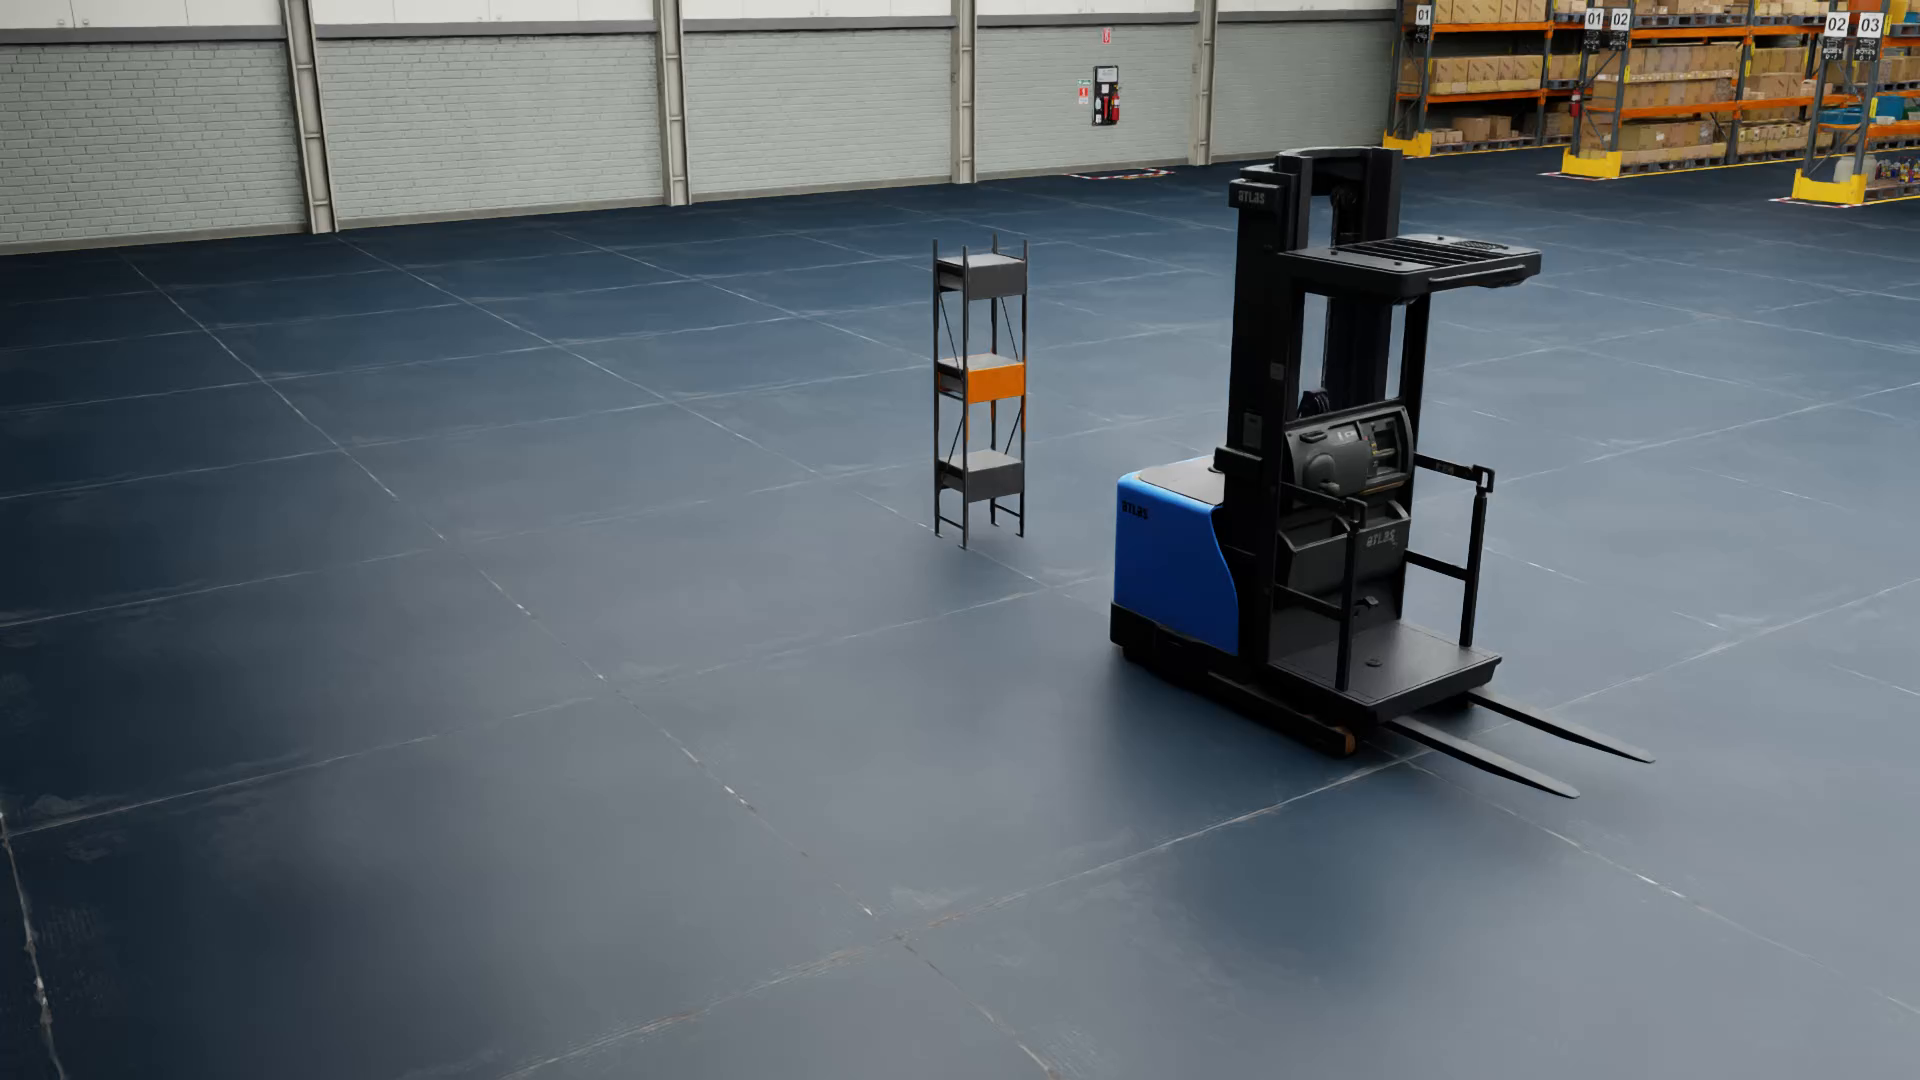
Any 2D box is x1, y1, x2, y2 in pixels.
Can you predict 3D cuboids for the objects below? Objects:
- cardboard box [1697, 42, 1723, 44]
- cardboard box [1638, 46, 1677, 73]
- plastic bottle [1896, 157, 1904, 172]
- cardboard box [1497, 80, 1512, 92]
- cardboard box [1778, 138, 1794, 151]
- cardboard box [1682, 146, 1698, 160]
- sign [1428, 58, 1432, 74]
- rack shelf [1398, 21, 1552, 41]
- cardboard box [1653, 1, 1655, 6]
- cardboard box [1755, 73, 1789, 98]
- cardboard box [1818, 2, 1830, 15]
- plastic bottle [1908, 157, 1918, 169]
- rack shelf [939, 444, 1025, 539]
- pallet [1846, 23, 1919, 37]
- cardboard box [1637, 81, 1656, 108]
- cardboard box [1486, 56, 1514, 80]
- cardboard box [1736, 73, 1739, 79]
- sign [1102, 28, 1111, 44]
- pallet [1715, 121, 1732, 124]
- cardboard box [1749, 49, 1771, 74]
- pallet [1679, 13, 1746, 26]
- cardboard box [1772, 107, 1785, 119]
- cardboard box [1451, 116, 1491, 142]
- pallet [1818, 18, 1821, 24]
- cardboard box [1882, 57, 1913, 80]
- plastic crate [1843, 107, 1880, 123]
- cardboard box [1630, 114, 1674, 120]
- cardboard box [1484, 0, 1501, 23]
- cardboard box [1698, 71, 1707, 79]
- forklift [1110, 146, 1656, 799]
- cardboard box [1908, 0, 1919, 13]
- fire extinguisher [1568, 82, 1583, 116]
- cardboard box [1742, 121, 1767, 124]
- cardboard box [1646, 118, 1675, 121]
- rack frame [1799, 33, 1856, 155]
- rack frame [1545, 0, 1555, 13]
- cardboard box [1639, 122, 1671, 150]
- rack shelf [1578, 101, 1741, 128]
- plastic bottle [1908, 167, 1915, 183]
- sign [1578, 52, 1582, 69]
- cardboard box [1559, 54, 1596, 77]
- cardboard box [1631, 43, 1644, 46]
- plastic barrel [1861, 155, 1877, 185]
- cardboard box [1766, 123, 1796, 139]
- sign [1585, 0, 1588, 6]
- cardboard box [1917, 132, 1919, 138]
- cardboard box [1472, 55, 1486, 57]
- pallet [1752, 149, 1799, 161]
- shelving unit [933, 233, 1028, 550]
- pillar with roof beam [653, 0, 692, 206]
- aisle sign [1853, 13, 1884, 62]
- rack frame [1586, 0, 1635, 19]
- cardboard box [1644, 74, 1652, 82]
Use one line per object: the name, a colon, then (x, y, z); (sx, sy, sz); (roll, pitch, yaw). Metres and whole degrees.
cardboard box: (18.902, -12.448, 42.060); (0.500, 0.250, 0.500); (-11, 22, -30)
cardboard box: (14.013, -9.719, 33.627); (0.500, 0.500, 0.700); (-12, 22, -31)
plastic bottle: (17.717, -7.054, 31.374); (0.185, 0.351, 0.144); (-13, 23, -34)
cardboard box: (12.267, -10.410, 38.056); (0.500, 0.250, 0.500); (-12, 22, -32)
cardboard box: (17.813, -8.662, 36.321); (0.500, 0.250, 0.500); (-11, 22, -30)
cardboard box: (14.956, -8.069, 34.566); (0.500, 0.250, 0.500); (-12, 22, -31)
sign: (10.286, -10.375, 36.398); (0.005, 0.325, 0.100); (-12, 22, -31)
rack shelf: (11.658, -11.542, 37.642); (4.000, 0.370, 1.077); (-12, 22, -31)
cardboard box: (13.532, -10.674, 33.311); (0.500, 0.250, 0.500); (-12, 22, -31)
cardboard box: (17.565, -9.849, 36.039); (0.500, 0.500, 0.500); (-12, 22, -31)
cardboard box: (18.621, -11.551, 36.124); (0.500, 0.250, 0.500); (-11, 22, -30)
plastic bottle: (17.954, -7.048, 31.359); (0.185, 0.351, 0.144); (-12, 22, -31)
rack shelf: (0.138, -0.348, 11.723); (0.480, 0.518, 0.431); (-12, 22, -31)
pallet: (16.181, -8.911, 29.031); (1.213, 0.211, 1.003); (-12, 22, -31)
cardboard box: (13.548, -9.005, 33.543); (0.500, 0.500, 0.700); (-11, 22, -30)
cardboard box: (12.263, -10.767, 37.941); (0.500, 0.500, 0.500); (-13, 22, -33)
cardboard box: (19.883, -11.979, 42.854); (0.250, 0.149, 0.380); (-12, 22, -31)
sign: (2.939, -10.106, 33.334); (0.199, 0.298, 0.001); (-12, 22, -31)
pallet: (19.407, -10.746, 43.203); (1.213, 0.211, 1.003); (-12, 22, -31)
cardboard box: (20.472, -12.457, 43.439); (0.700, 0.700, 0.980); (-12, 22, -31)
pallet: (15.358, -10.712, 34.201); (1.213, 0.211, 1.003); (-12, 22, -31)
cardboard box: (21.542, -11.520, 44.384); (0.500, 0.500, 0.700); (-11, 22, -30)
cardboard box: (11.731, -9.448, 38.224); (0.500, 0.500, 0.700); (-14, 23, -35)
pallet: (18.879, -11.383, 36.342); (1.003, 0.211, 1.213); (-11, 21, -29)
cardboard box: (21.679, -10.984, 38.739); (0.500, 0.500, 0.700); (-8, 20, -23)
plastic crate: (16.235, -7.670, 29.982); (0.408, 0.251, 0.499); (-12, 22, -31)
cardboard box: (17.355, -10.794, 41.690); (0.750, 0.750, 0.750); (-12, 22, -32)
cardboard box: (11.740, -11.857, 37.263); (0.500, 0.500, 0.500); (-10, 21, -28)
cardboard box: (15.096, -9.561, 34.172); (0.250, 0.149, 0.380); (-12, 22, -32)
forklift: (2.163, -0.455, 8.513); (1.130, 2.935, 3.031); (-13, 23, -34)
cardboard box: (21.730, -12.421, 38.150); (0.600, 0.600, 0.600); (-12, 22, -32)
fire extinguisher: (12.361, -8.852, 33.366); (0.183, 0.674, 0.296); (-12, 22, -31)
cardboard box: (17.507, -9.068, 36.646); (0.500, 0.311, 0.500); (-12, 22, -32)
cardboard box: (14.661, -8.568, 34.870); (0.500, 0.500, 0.500); (-12, 22, -31)
rack frame: (19.397, -10.195, 37.216); (0.127, 3.000, 1.000); (-12, 22, -31)
rack frame: (13.328, -13.656, 38.089); (0.127, 3.000, 1.000); (-12, 22, -31)
cardboard box: (14.112, -8.252, 33.937); (0.500, 0.500, 0.500); (-12, 22, -31)
rack shelf: (14.385, -8.797, 34.205); (4.000, 0.370, 1.077); (-12, 22, -31)
plastic bottle: (17.321, -6.652, 30.293); (0.133, 0.283, 0.061); (-11, 22, -31)
sign: (12.428, -9.594, 33.261); (0.005, 0.325, 0.100); (-12, 22, -31)
cardboard box: (14.776, -11.372, 39.854); (0.500, 0.500, 0.700); (-9, 21, -24)
cardboard box: (16.905, -12.221, 41.388); (0.500, 0.250, 0.500); (-11, 22, -30)
plastic barrel: (16.363, -6.705, 30.123); (0.421, 0.512, 0.421); (0, 19, 0)
cardboard box: (17.821, -8.929, 36.236); (0.500, 0.311, 0.500); (-11, 22, -30)
sign: (12.428, -10.736, 32.875); (0.005, 0.325, 0.100); (-12, 22, -31)
cardboard box: (22.483, -9.760, 39.146); (0.500, 0.500, 0.500); (-12, 22, -32)
cardboard box: (11.968, -10.905, 38.349); (0.500, 0.500, 0.500); (-11, 22, -30)
pallet: (17.670, -8.525, 36.633); (1.213, 0.211, 1.003); (-12, 22, -31)
shelving unit: (0.138, -1.024, 11.495); (0.503, 2.100, 0.431); (-12, 22, -31)
pillar with roof beam: (-2.569, -8.984, 24.269); (0.400, 9.000, 9.100); (-12, 22, -31)
aisle sign: (15.537, -8.600, 28.441); (0.004, 0.787, 0.394); (-12, 22, -31)
rack frame: (12.715, -11.627, 32.087); (0.127, 3.000, 1.000); (-12, 22, -31)
cardboard box: (13.589, -9.242, 33.231); (0.250, 0.149, 0.380); (-12, 22, -31)
